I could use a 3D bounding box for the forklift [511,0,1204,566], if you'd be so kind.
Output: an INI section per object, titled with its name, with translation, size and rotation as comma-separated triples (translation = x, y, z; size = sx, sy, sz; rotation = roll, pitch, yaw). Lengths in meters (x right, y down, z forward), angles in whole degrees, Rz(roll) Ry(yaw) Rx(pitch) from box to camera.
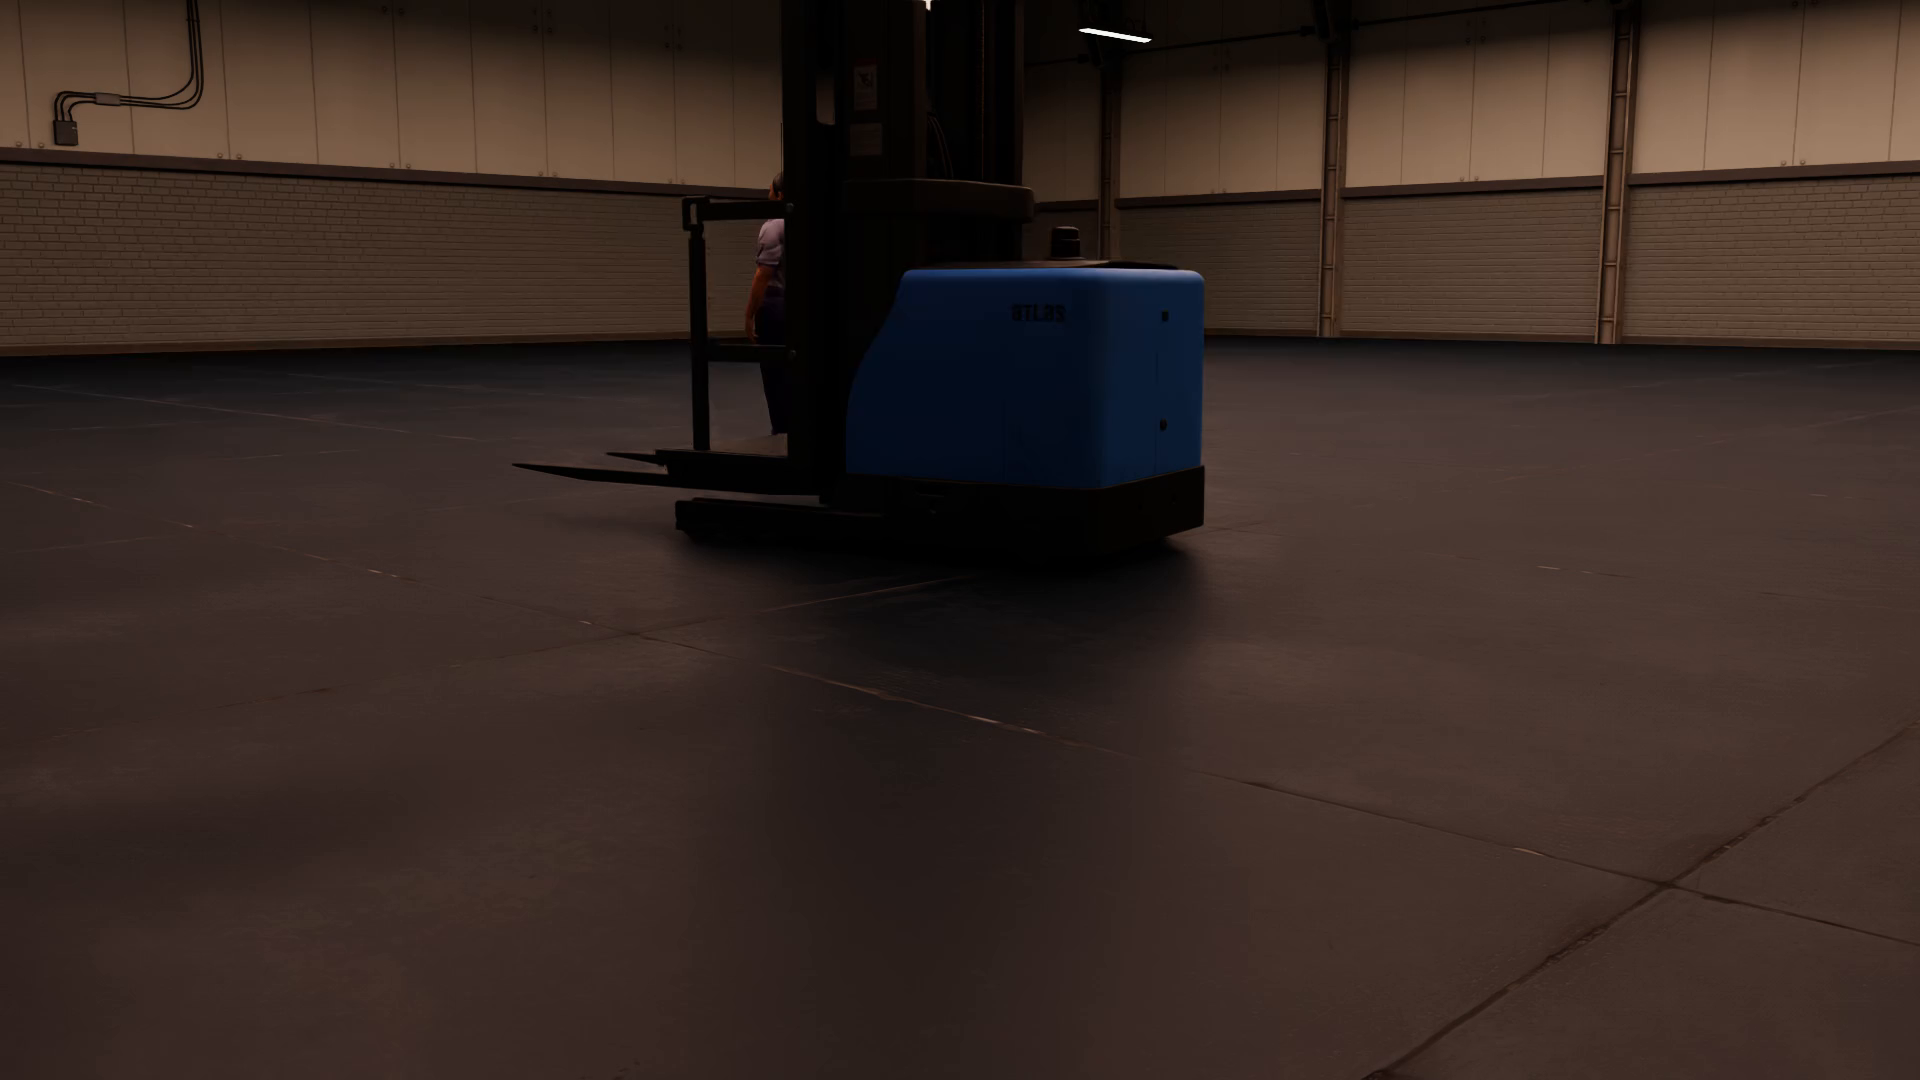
[forklift]
translation = -0.558, -1.497, 6.814
size = 3.031, 2.935, 1.130
rotation = 5, 10, 31

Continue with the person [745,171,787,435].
[person]
translation = -1.020, -1.263, 9.517
size = 0.502, 1.651, 0.597
rotation = 8, 12, 44
